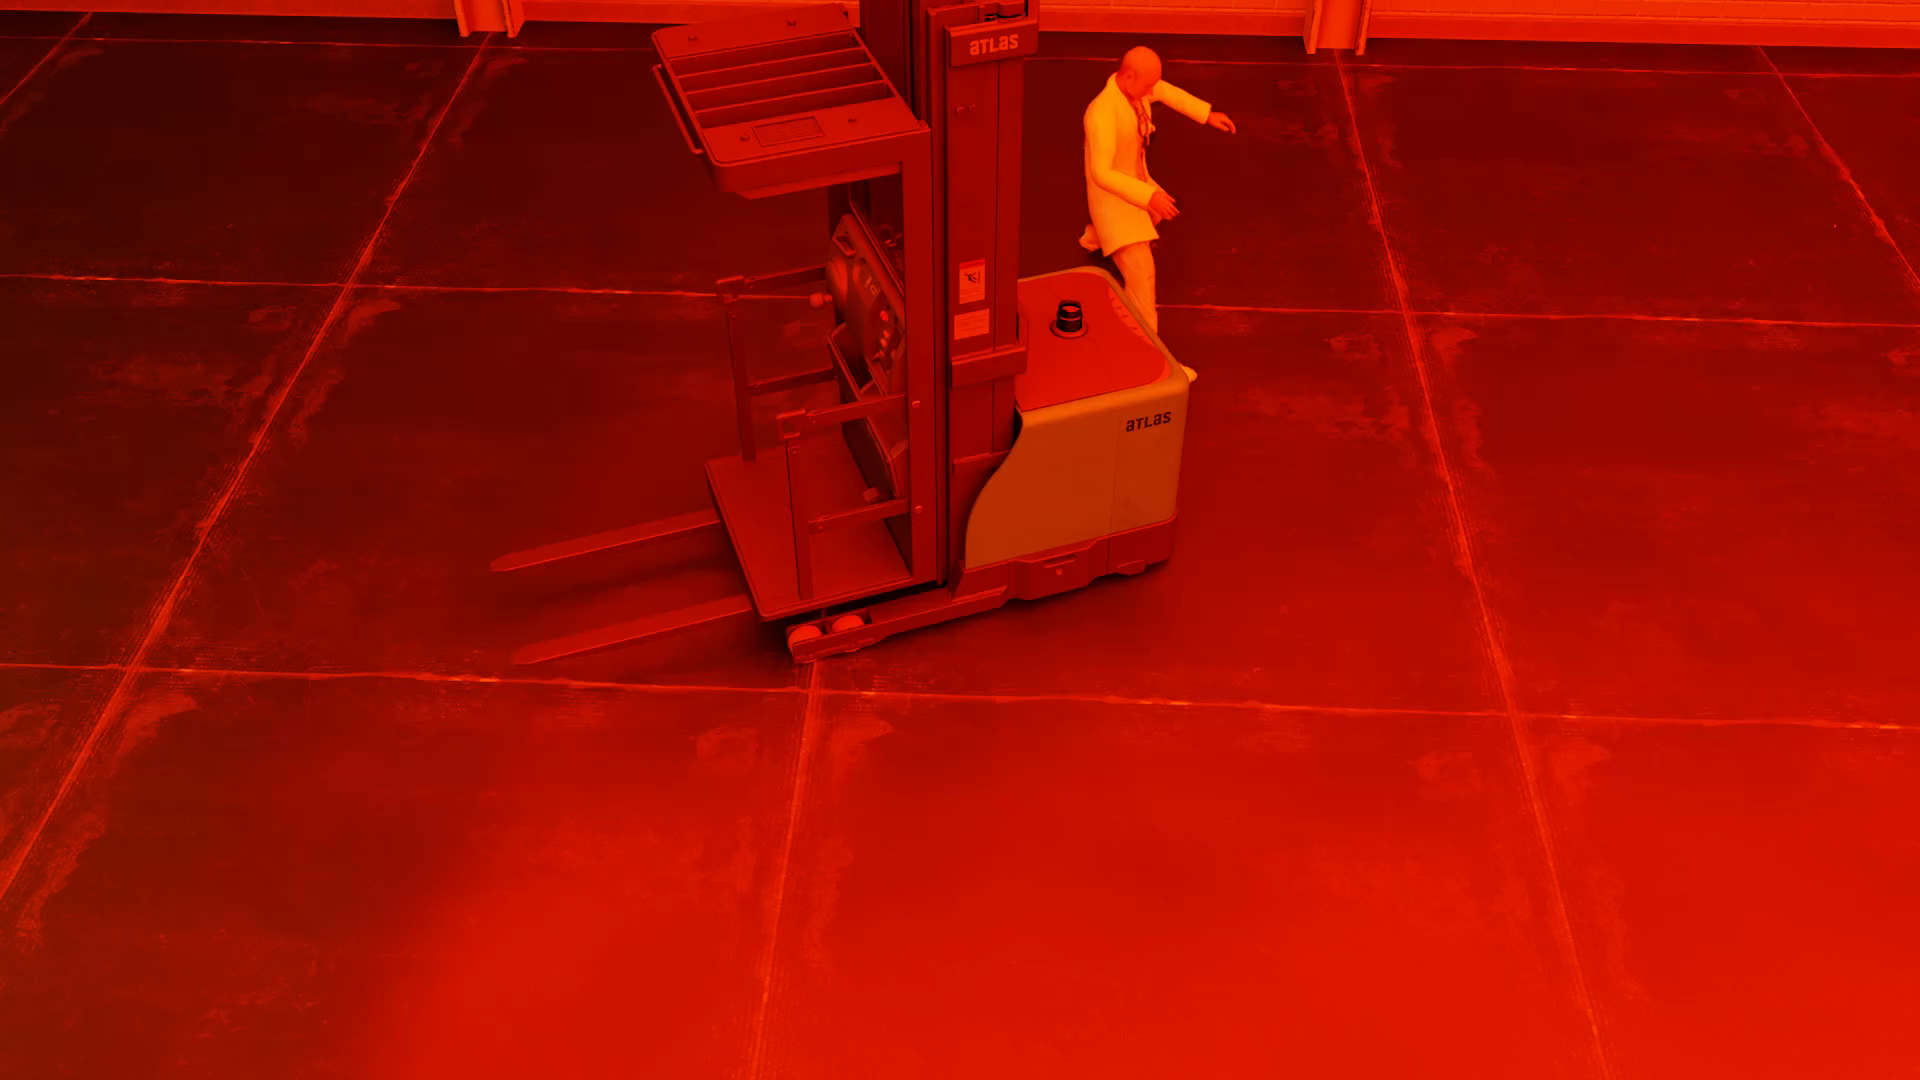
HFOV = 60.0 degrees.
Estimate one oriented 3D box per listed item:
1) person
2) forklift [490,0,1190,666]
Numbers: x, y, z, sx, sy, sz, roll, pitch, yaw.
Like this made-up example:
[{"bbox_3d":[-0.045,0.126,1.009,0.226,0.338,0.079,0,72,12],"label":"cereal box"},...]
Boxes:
[{"bbox_3d":[1.004,-1.871,8.799,1.027,1.571,1.268,17,45,18],"label":"person"},{"bbox_3d":[-0.573,-0.945,6.778,3.031,2.935,1.130,-13,44,-14],"label":"forklift"}]
